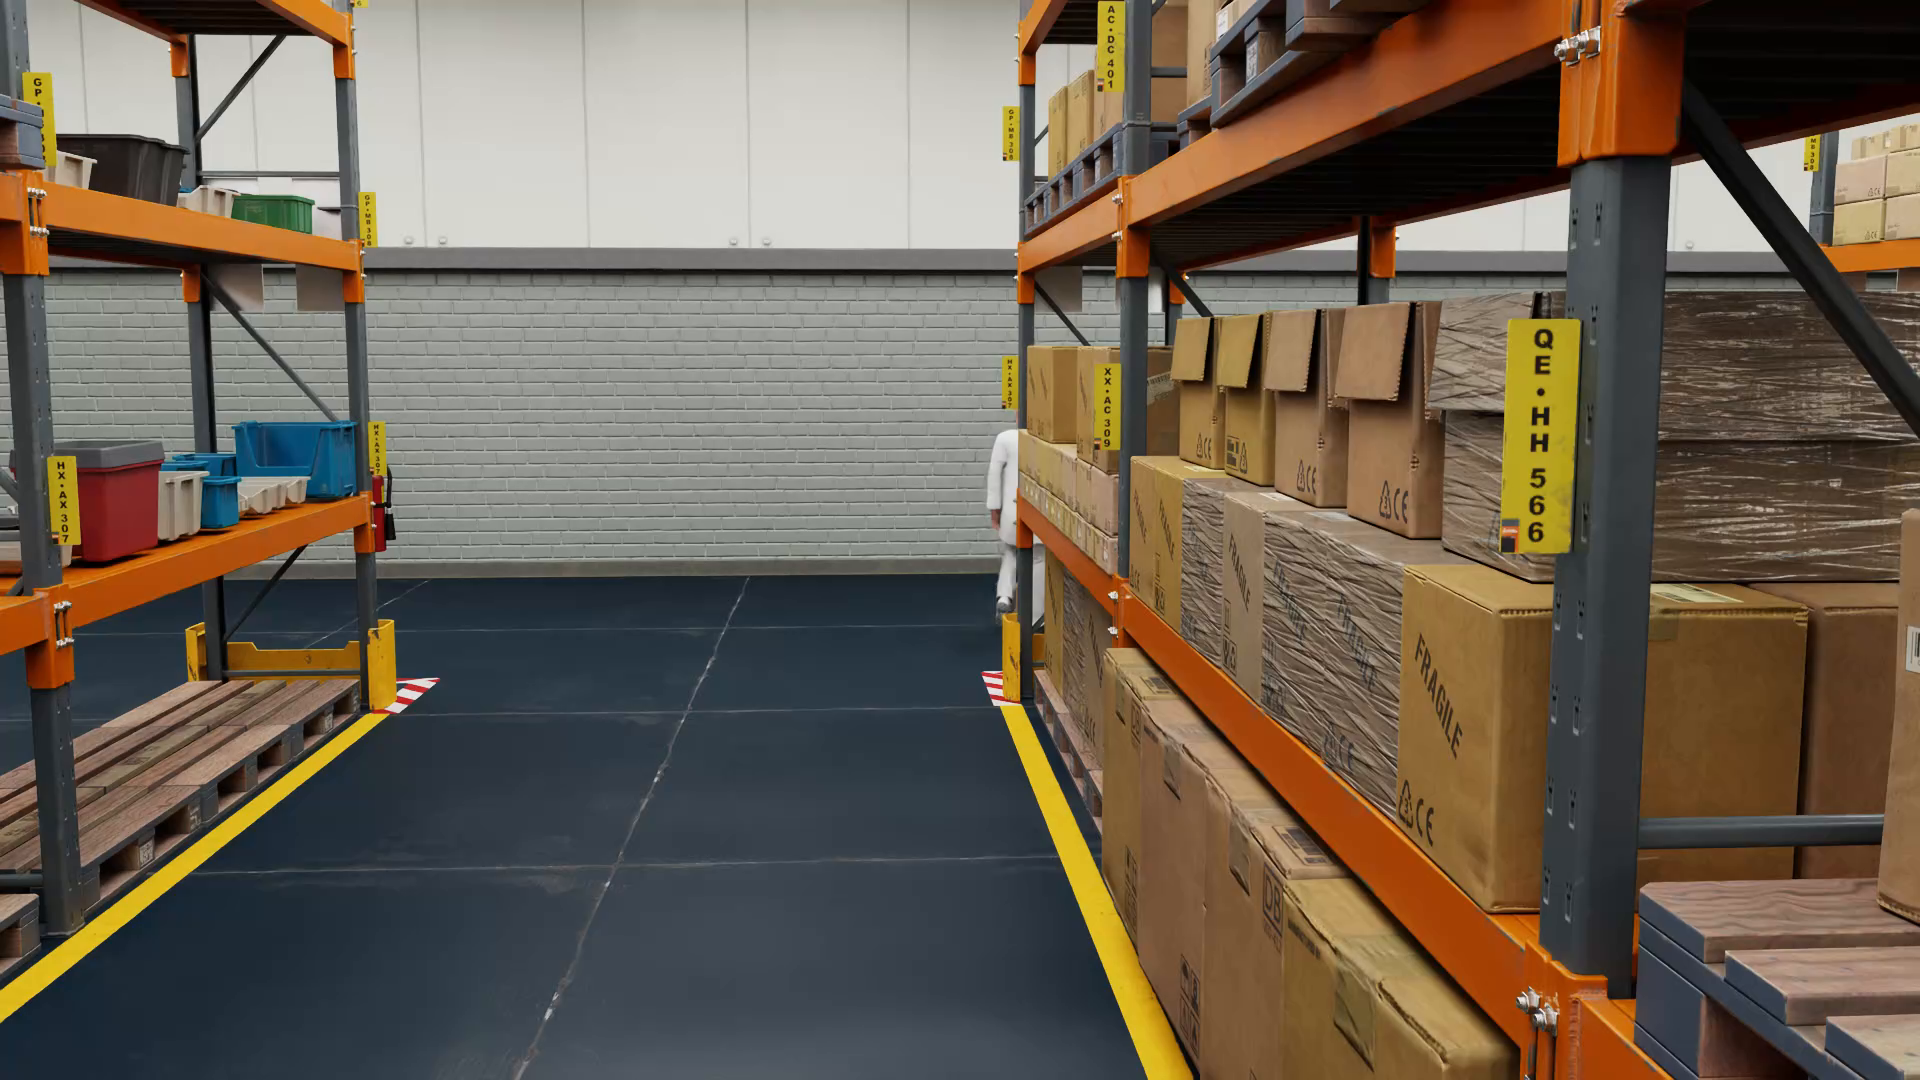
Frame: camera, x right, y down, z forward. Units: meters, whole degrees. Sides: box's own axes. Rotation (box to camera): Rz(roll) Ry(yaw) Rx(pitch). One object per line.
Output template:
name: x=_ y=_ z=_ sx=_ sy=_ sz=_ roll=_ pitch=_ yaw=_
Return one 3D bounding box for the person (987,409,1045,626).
person: x=0.544 y=-0.135 z=12.866 sx=0.657 sy=1.661 sz=0.499 roll=3 pitch=7 yaw=25
